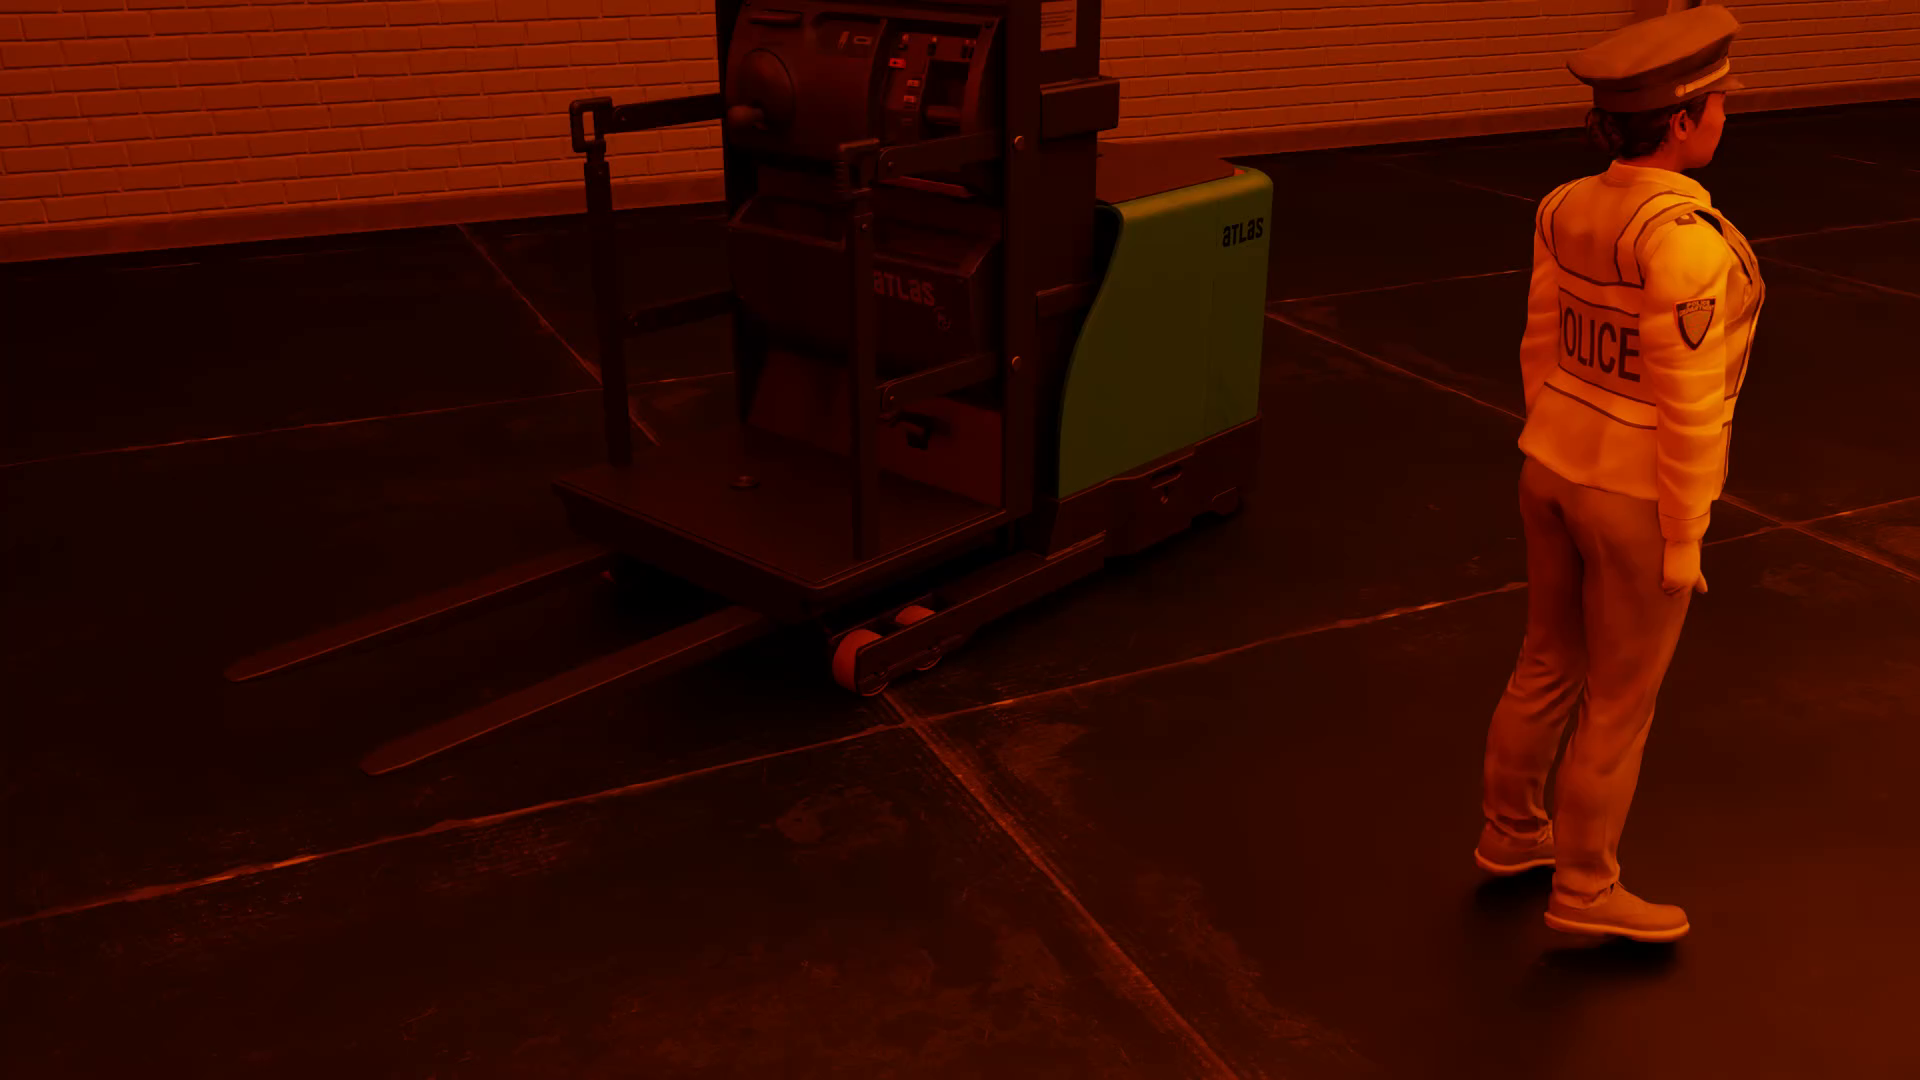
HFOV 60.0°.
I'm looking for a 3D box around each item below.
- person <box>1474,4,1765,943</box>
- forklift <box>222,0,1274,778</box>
[{"bbox_3d":[1.183,-0.071,3.006,0.360,1.717,0.459,-6,23,-14],"label":"person"},{"bbox_3d":[-0.413,-1.182,4.131,1.130,2.935,3.031,19,29,39],"label":"forklift"}]
